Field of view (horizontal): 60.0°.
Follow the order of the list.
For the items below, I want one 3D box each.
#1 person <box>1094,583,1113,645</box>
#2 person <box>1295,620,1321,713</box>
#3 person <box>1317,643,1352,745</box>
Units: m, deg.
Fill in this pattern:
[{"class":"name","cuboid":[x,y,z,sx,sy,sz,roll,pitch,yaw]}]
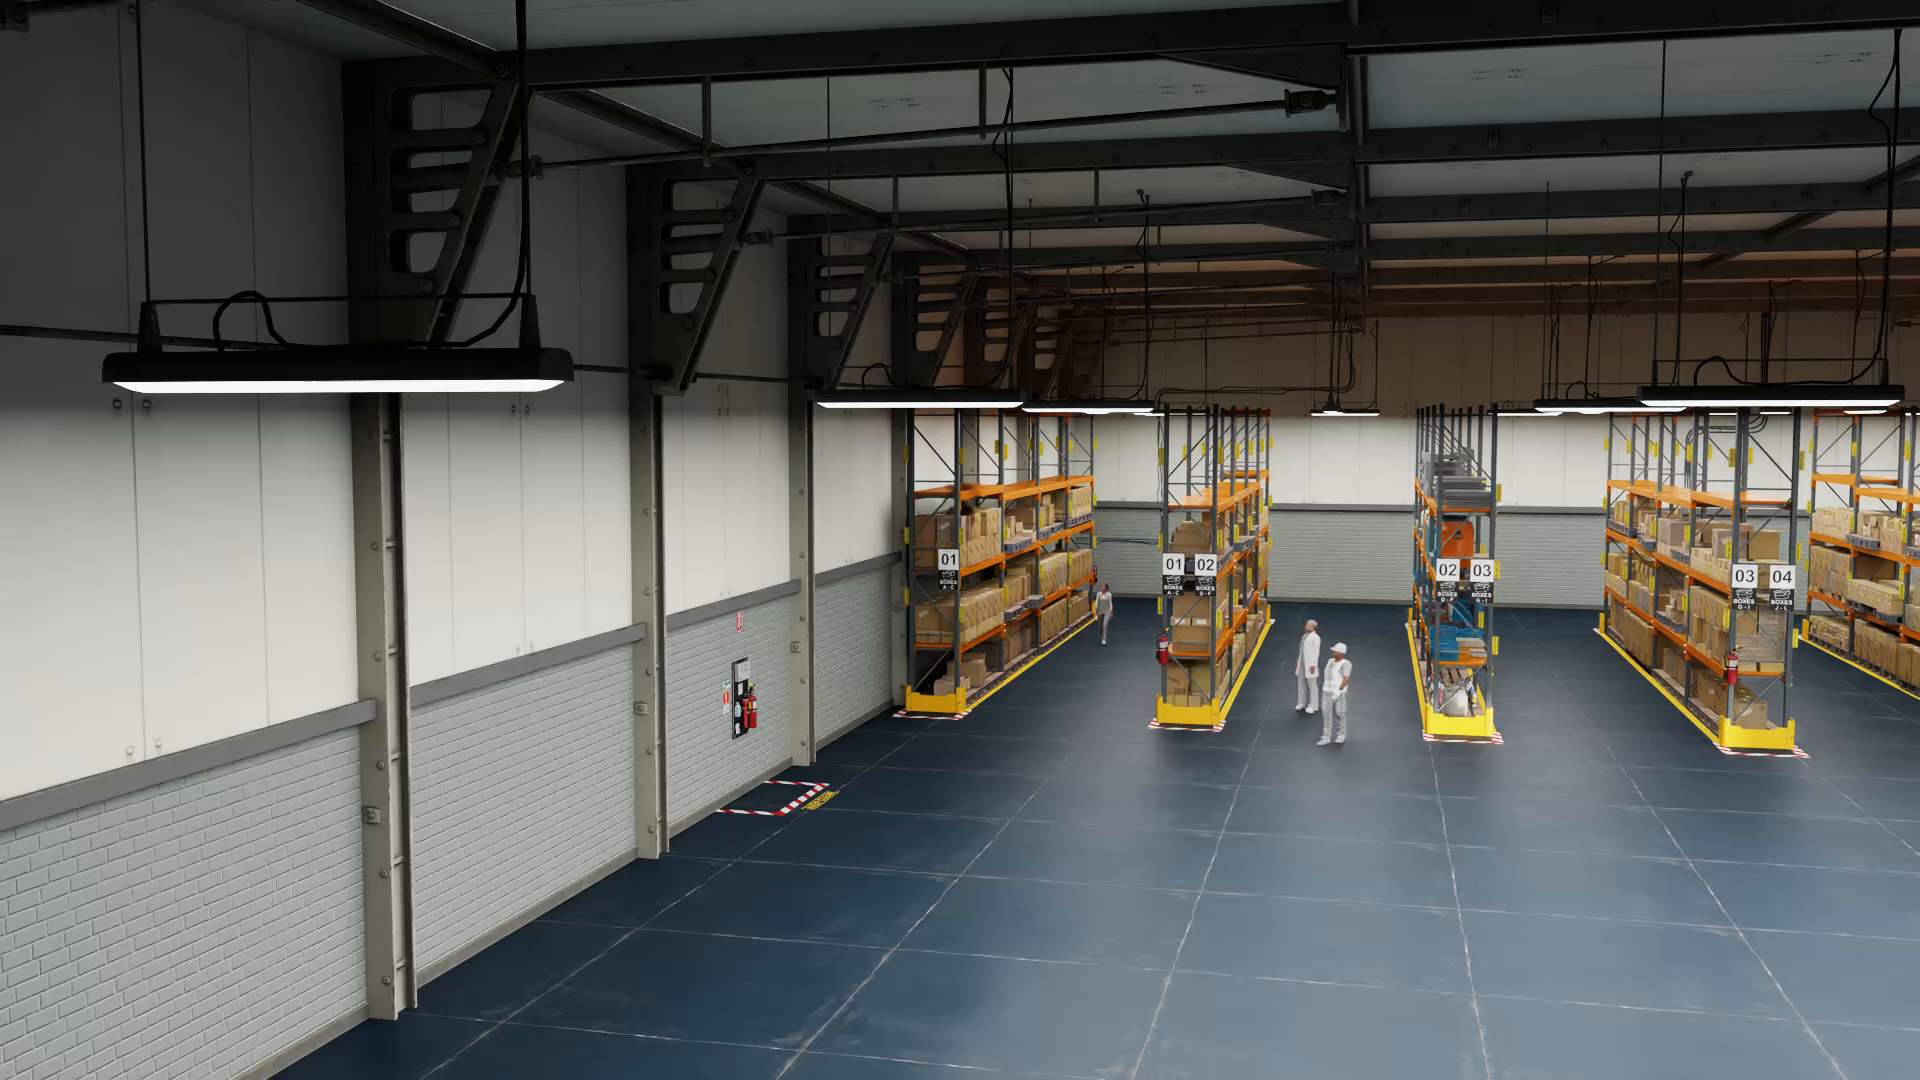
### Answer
[{"class":"person","cuboid":[3.669,1.856,42.356,0.458,1.554,0.823,1,4,13]},{"class":"person","cuboid":[6.809,2.457,32.566,0.434,1.782,0.610,-3,5,-33]},{"class":"person","cuboid":[6.581,2.716,29.276,0.581,1.793,0.623,3,5,36]}]
